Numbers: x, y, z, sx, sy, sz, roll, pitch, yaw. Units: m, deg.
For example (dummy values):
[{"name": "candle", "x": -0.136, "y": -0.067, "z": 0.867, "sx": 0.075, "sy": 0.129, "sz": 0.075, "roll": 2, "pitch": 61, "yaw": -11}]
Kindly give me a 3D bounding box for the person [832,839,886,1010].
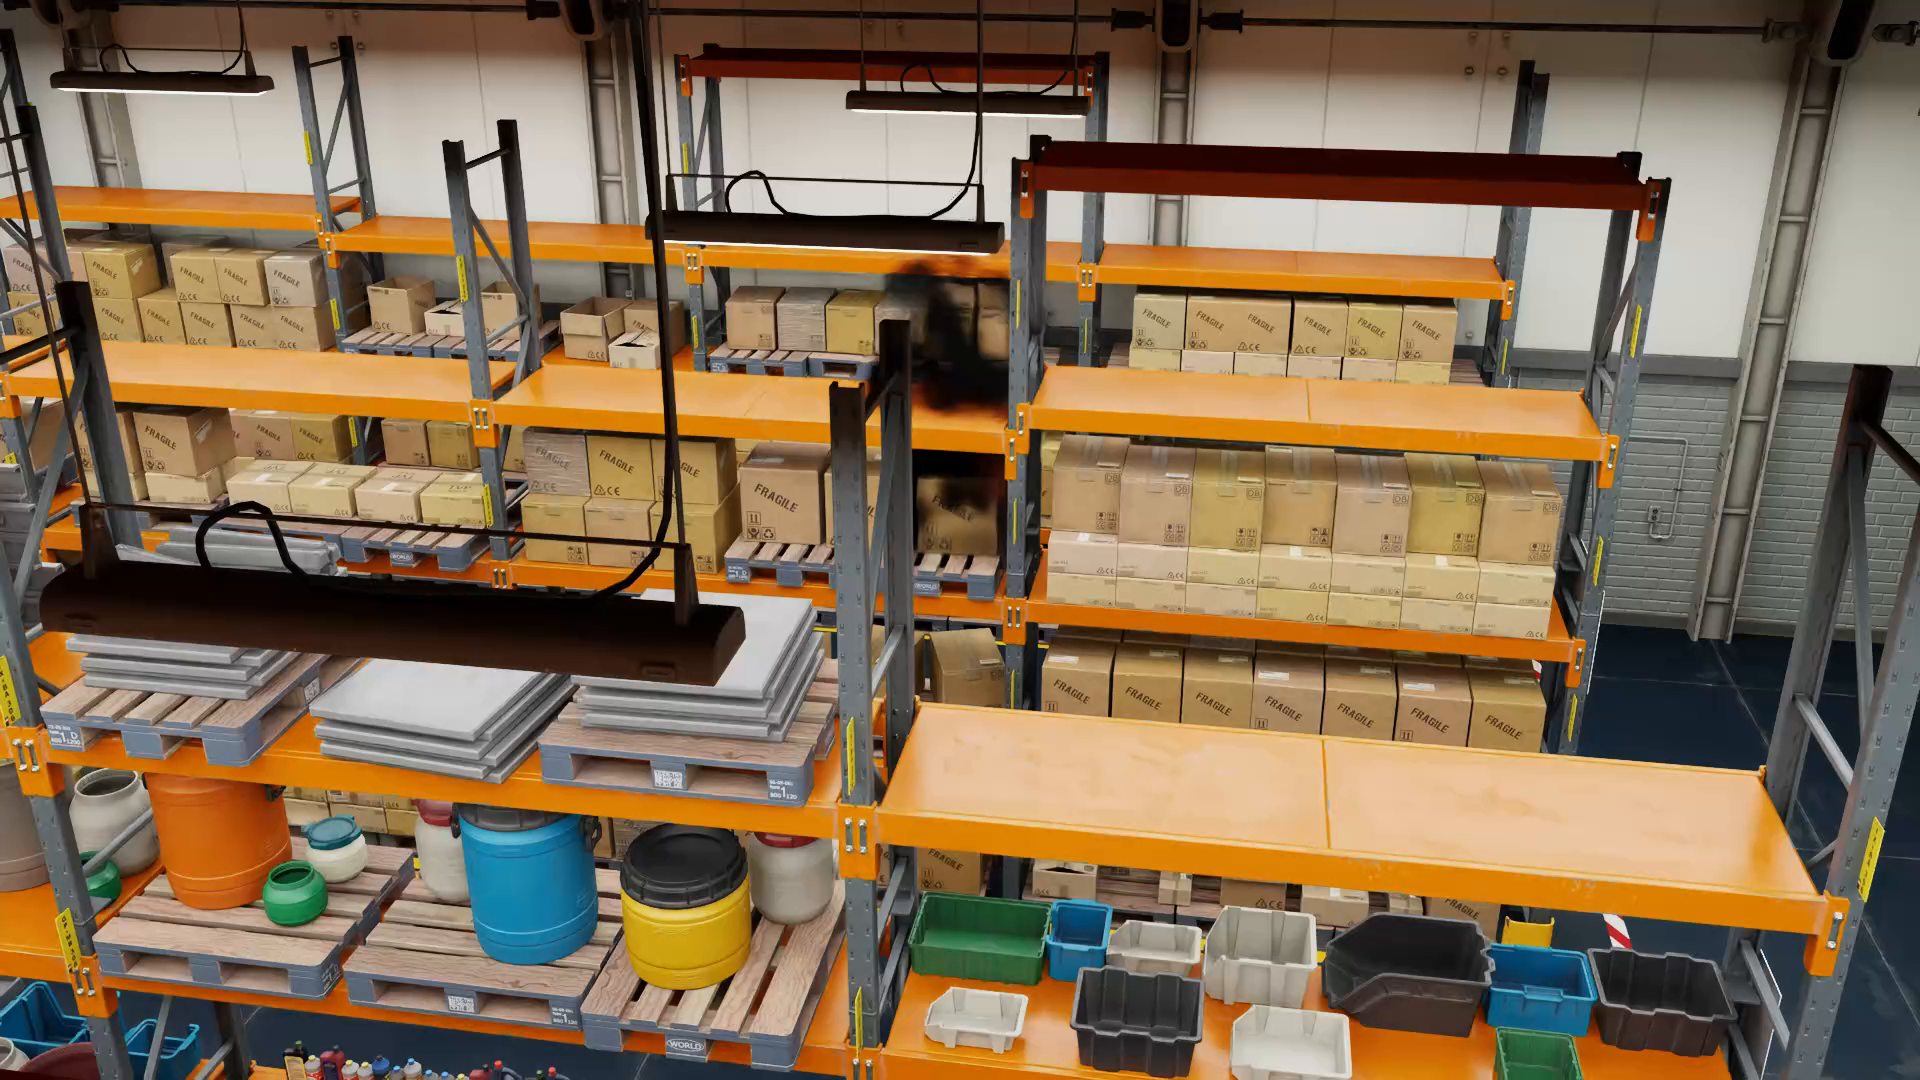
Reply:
[{"name": "person", "x": -0.915, "y": 2.555, "z": 11.407, "sx": 0.748, "sy": 1.892, "sz": 0.643, "roll": 1, "pitch": 23, "yaw": 2}]
